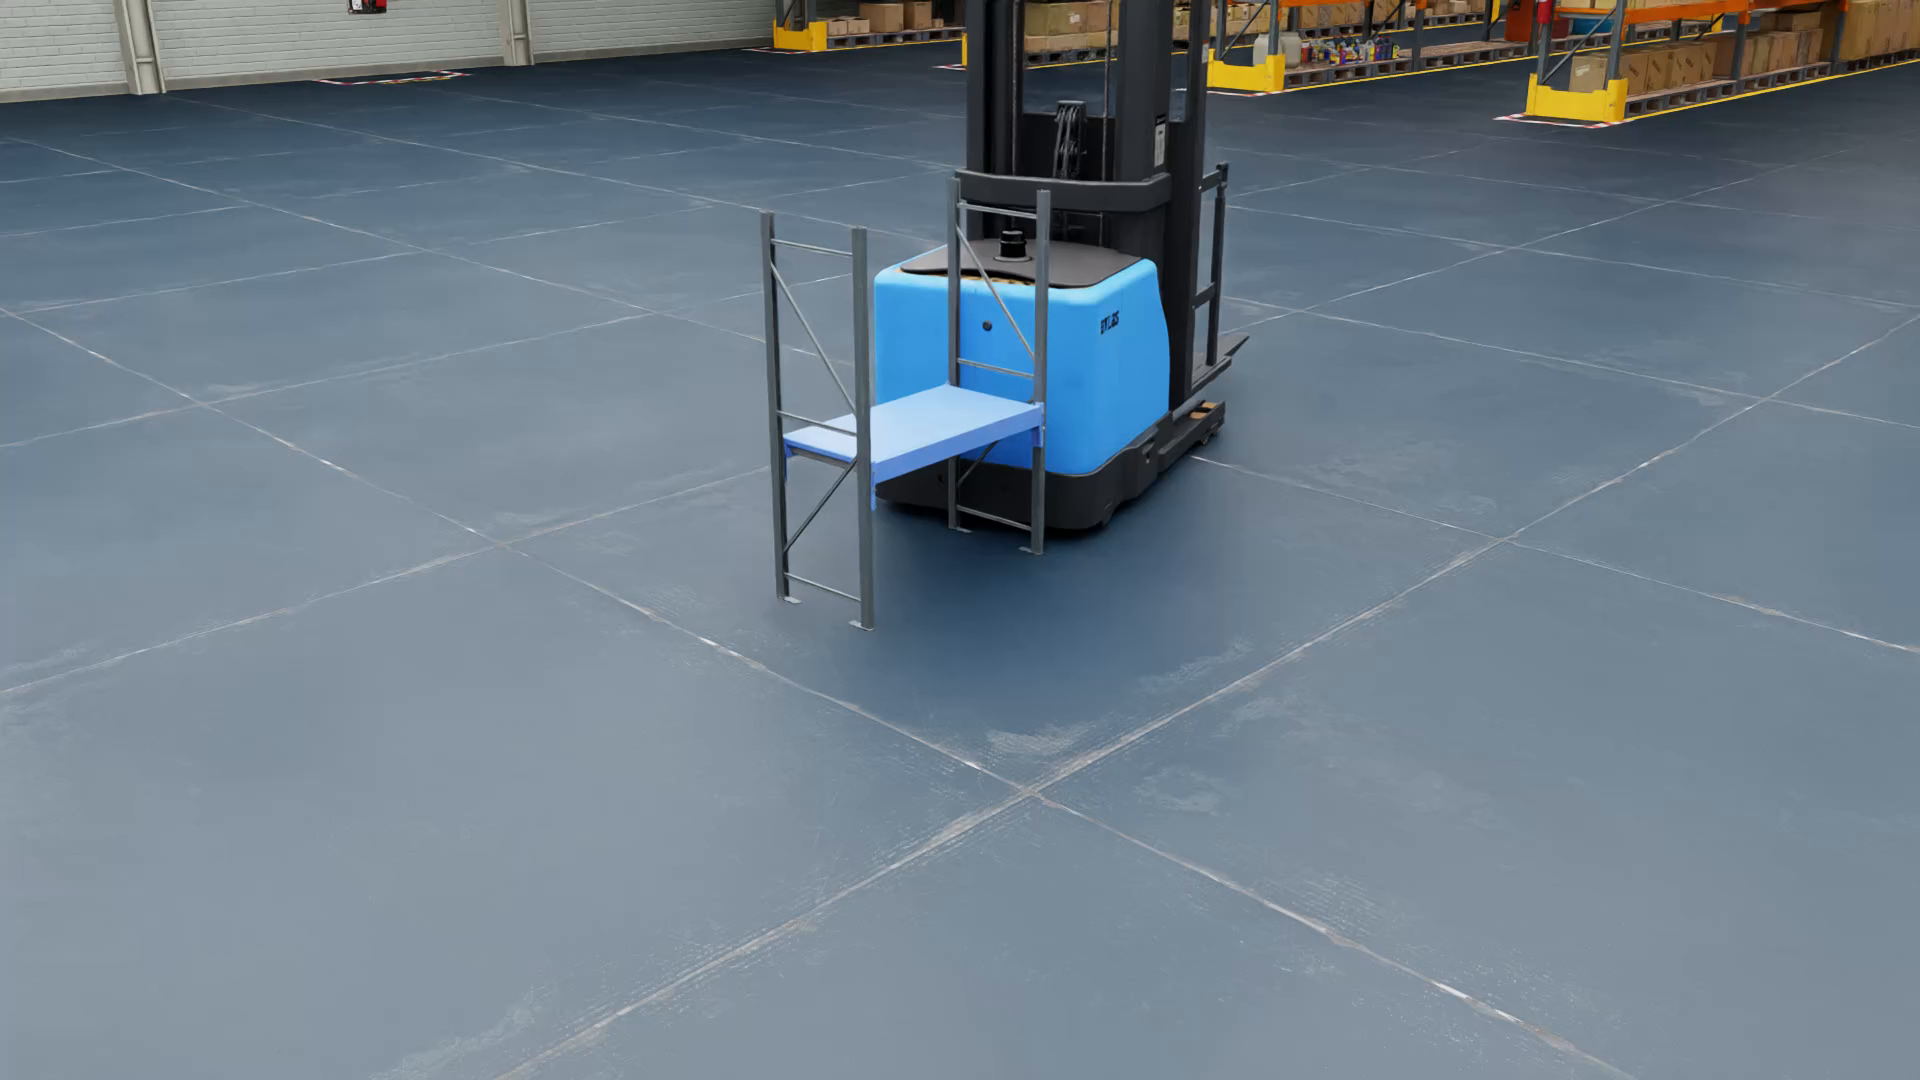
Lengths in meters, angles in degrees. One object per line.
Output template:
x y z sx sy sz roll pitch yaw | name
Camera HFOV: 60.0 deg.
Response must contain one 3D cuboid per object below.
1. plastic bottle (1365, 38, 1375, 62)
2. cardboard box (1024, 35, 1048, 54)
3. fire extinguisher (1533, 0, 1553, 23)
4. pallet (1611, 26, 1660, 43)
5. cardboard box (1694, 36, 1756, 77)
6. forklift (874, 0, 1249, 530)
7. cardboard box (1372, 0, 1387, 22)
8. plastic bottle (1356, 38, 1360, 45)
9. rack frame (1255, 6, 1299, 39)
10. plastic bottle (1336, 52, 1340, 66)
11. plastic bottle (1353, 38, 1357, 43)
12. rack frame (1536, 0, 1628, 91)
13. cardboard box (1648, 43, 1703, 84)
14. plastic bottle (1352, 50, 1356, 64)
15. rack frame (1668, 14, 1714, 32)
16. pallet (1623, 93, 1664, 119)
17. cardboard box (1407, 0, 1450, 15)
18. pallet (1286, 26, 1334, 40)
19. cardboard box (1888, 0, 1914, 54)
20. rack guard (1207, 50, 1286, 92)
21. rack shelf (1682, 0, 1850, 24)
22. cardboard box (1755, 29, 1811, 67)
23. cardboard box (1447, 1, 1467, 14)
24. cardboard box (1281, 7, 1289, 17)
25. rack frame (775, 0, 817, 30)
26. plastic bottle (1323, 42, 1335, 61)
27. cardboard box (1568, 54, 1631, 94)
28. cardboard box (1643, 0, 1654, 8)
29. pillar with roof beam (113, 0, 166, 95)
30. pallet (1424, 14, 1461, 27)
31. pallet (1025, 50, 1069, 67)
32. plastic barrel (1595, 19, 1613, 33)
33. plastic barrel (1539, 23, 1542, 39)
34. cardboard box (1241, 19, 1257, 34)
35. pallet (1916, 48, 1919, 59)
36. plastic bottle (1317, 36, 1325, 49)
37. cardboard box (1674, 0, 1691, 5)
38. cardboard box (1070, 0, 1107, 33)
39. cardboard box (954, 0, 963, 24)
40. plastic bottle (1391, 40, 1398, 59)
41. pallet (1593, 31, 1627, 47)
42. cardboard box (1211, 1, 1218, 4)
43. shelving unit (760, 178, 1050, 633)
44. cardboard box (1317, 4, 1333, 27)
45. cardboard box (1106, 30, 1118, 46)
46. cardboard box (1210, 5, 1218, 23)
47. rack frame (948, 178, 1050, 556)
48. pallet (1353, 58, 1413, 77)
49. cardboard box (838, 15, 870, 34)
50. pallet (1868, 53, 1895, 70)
6.298 -7.560 25.641 0.144 0.351 0.185 19 28 40 | plastic bottle
1.097 -8.168 27.392 0.500 0.250 0.500 19 28 41 | cardboard box
7.248 -6.743 20.545 0.296 0.674 0.183 19 28 41 | fire extinguisher
12.966 -9.915 32.575 1.003 0.211 1.213 19 28 41 | pallet
10.893 -6.912 23.749 0.700 0.500 0.500 17 27 37 | cardboard box
0.704 -1.902 7.939 1.130 2.935 3.031 10 23 24 | forklift
8.445 -10.973 34.314 0.500 0.500 0.500 19 28 41 | cardboard box
6.364 -7.921 26.691 0.097 0.271 0.097 0 21 0 | plastic bottle
6.144 -11.230 32.111 1.000 3.000 0.127 19 28 41 | rack frame
5.670 -7.247 25.035 0.097 0.201 0.097 0 21 0 | plastic bottle
6.235 -7.810 26.385 0.061 0.283 0.133 19 28 41 | plastic bottle
7.658 -6.693 20.307 1.000 3.000 0.127 19 28 41 | rack frame
9.747 -6.509 22.726 0.500 0.500 0.500 -11 23 -25 | cardboard box
5.976 -7.359 25.328 0.097 0.201 0.097 0 21 0 | plastic bottle
15.271 -12.046 34.233 1.000 3.000 0.127 19 28 41 | rack frame
8.304 -5.611 21.379 1.003 0.211 1.213 19 28 41 | pallet
10.242 -11.782 36.415 0.797 0.503 0.637 19 28 41 | cardboard box
6.692 -10.111 33.086 1.003 0.211 1.213 19 28 41 | pallet
14.975 -8.583 27.599 1.225 0.875 0.875 18 27 39 | cardboard box
4.129 -6.797 24.063 1.175 0.500 0.348 19 28 41 | rack guard
11.844 -7.900 24.449 1.077 0.370 4.000 19 28 41 | rack shelf
12.408 -7.465 25.187 0.700 0.500 0.500 16 26 36 | cardboard box
10.838 -11.770 36.736 0.500 0.250 0.500 19 28 41 | cardboard box
5.955 -10.208 31.917 0.500 0.311 0.500 -19 28 -41 | cardboard box
-2.988 -10.412 29.984 1.000 3.000 0.127 19 28 41 | rack frame
5.735 -7.603 25.858 0.152 0.276 0.135 19 28 41 | plastic bottle
8.106 -5.879 21.087 0.500 0.500 0.500 -14 25 -32 | cardboard box
8.401 -6.709 20.700 0.380 0.149 0.250 19 28 41 | cardboard box
-8.407 -9.447 19.110 9.100 9.000 0.400 19 28 41 | pillar with roof beam
10.266 -11.448 36.565 1.003 0.211 1.213 19 28 41 | pallet
1.067 -8.079 27.800 1.003 0.211 1.213 19 28 41 | pallet
12.089 -10.098 31.506 0.600 0.901 0.708 19 28 41 | plastic barrel
10.350 -9.322 30.028 0.421 0.512 0.421 0 21 0 | plastic barrel
5.242 -9.684 31.337 0.500 0.250 0.500 -19 28 -41 | cardboard box
16.616 -8.652 29.291 1.003 0.211 1.213 19 28 41 | pallet
5.612 -7.668 25.924 0.144 0.351 0.185 19 28 40 | plastic bottle
9.144 -6.951 21.328 0.380 0.149 0.250 19 28 41 | cardboard box
2.145 -8.903 28.259 0.500 0.500 0.500 19 28 41 | cardboard box
0.304 -10.673 33.531 0.500 0.500 0.700 -19 28 -40 | cardboard box
6.801 -7.692 26.080 0.133 0.283 0.061 -18 28 -39 | plastic bottle
11.913 -9.528 31.569 1.003 0.211 1.213 19 28 41 | pallet
4.851 -10.075 31.573 0.500 0.311 0.500 18 28 39 | cardboard box
-0.184 -0.556 6.432 0.538 1.500 1.048 17 27 38 | shelving unit
7.028 -10.450 32.952 0.500 0.500 0.500 18 27 39 | cardboard box
2.493 -8.682 28.729 0.500 0.250 0.500 19 28 41 | cardboard box
4.534 -9.681 30.545 0.500 0.311 0.500 18 27 39 | cardboard box
0.149 -0.694 6.791 0.500 1.500 0.032 17 27 38 | rack frame
6.402 -7.497 26.286 1.003 0.211 1.213 19 28 41 | pallet
-2.044 -9.665 31.173 0.500 0.311 0.500 -17 27 -38 | cardboard box
14.694 -7.944 27.448 1.003 0.211 1.213 19 28 41 | pallet
